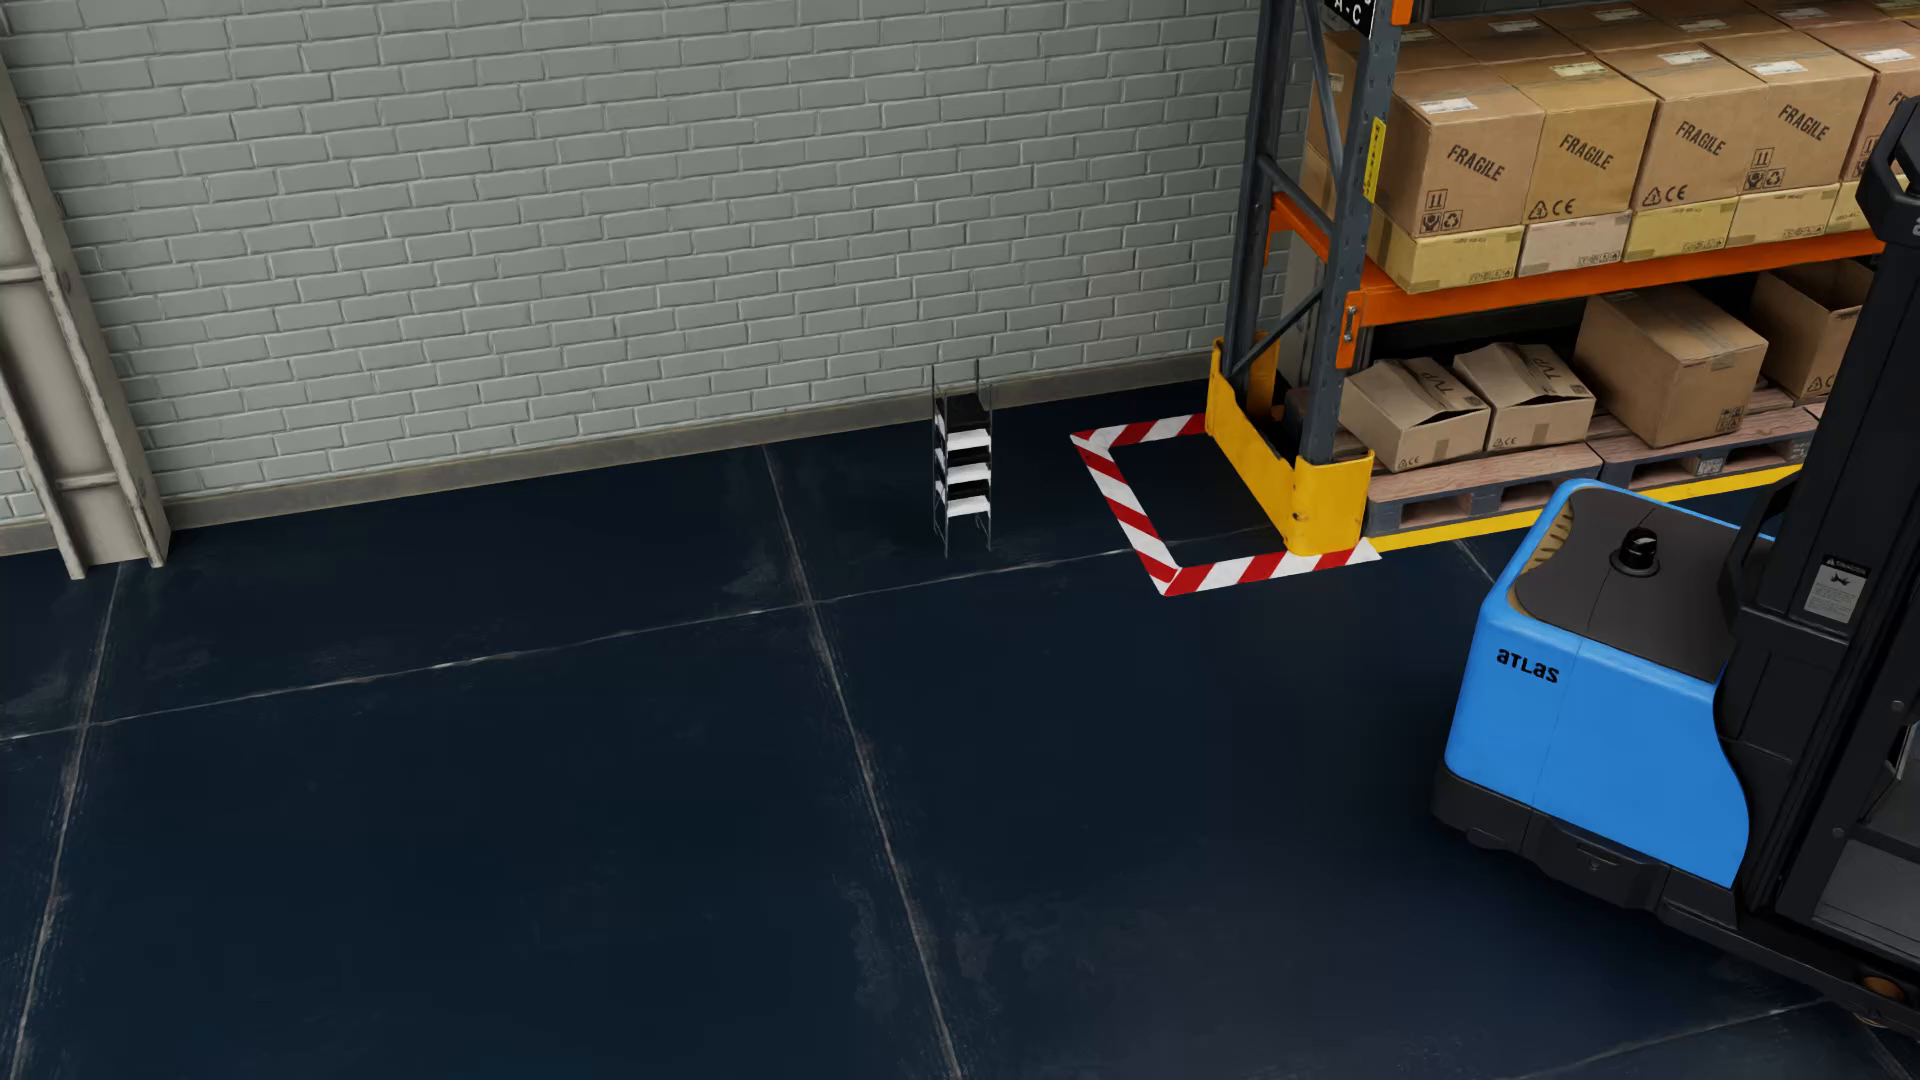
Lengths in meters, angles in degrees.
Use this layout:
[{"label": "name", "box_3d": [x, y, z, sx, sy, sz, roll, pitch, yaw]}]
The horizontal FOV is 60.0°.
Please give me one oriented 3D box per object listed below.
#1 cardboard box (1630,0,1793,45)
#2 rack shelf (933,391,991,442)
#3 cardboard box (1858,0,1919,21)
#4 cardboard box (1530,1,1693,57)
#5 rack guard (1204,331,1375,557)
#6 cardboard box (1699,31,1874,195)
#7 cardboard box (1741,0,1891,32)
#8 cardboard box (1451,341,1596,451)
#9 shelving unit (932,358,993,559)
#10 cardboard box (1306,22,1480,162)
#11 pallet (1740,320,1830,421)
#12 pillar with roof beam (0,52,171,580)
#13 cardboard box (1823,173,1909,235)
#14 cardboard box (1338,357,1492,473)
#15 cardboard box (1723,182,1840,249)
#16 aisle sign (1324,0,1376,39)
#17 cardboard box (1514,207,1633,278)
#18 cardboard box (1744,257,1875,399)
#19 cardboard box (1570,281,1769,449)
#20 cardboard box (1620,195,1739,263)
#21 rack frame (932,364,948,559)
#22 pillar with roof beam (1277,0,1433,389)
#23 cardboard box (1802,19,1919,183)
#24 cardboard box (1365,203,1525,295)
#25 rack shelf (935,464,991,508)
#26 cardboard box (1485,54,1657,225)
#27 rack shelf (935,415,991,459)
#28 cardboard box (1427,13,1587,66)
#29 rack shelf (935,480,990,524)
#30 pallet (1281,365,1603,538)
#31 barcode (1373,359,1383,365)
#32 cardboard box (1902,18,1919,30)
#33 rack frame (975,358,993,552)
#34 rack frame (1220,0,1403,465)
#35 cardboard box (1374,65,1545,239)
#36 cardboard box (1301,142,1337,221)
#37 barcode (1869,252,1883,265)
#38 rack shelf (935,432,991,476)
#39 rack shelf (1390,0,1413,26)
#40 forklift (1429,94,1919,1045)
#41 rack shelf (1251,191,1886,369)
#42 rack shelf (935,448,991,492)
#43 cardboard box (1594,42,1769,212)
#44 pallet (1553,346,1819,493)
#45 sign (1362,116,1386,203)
[{"label": "cardboard box", "box_3d": [3.351, -2.148, 7.579, 0.500, 0.500, 0.500, -9, 38, -11]}, {"label": "rack shelf", "box_3d": [0.008, -0.547, 7.334, 0.200, 0.077, 0.258, -9, 38, -12]}, {"label": "cardboard box", "box_3d": [4.332, -2.312, 7.794, 0.500, 0.500, 0.500, -10, 38, -12]}, {"label": "cardboard box", "box_3d": [2.865, -2.068, 7.474, 0.500, 0.500, 0.500, -10, 39, -13]}, {"label": "rack guard", "box_3d": [1.552, -0.483, 7.970, 0.348, 0.500, 1.175, -9, 38, -12]}, {"label": "cardboard box", "box_3d": [3.493, -1.849, 7.188, 0.500, 0.500, 0.500, -8, 38, -11]}, {"label": "cardboard box", "box_3d": [3.849, -2.237, 7.695, 0.500, 0.500, 0.500, -8, 38, -11]}, {"label": "cardboard box", "box_3d": [2.720, -0.718, 8.071, 0.500, 0.311, 0.500, -6, 38, -8]}, {"label": "shelving unit", "box_3d": [0.008, -0.359, 7.478, 0.210, 0.900, 0.258, -9, 38, -12]}, {"label": "cardboard box", "box_3d": [1.878, -1.910, 7.267, 0.500, 0.500, 0.500, -10, 38, -12]}, {"label": "pallet", "box_3d": [4.701, -0.863, 8.705, 1.213, 0.211, 1.003, -9, 38, -12]}, {"label": "pillar with roof beam", "box_3d": [-2.741, -0.990, 1.637, 0.400, 9.000, 9.100, -9, 38, -12]}, {"label": "cardboard box", "box_3d": [3.997, -1.631, 7.520, 0.500, 0.250, 0.500, -10, 38, -12]}, {"label": "cardboard box", "box_3d": [2.170, -0.628, 7.953, 0.500, 0.311, 0.500, -14, 39, -17]}, {"label": "cardboard box", "box_3d": [3.512, -1.550, 7.415, 0.500, 0.250, 0.500, -9, 38, -12]}, {"label": "aisle sign", "box_3d": [1.487, -2.309, 6.160, 0.004, 0.787, 0.394, -9, 38, -12]}, {"label": "cardboard box", "box_3d": [2.530, -1.394, 7.211, 0.500, 0.250, 0.500, -10, 39, -13]}, {"label": "cardboard box", "box_3d": [4.349, -1.092, 8.404, 0.500, 0.500, 0.500, -12, 39, -15]}, {"label": "cardboard box", "box_3d": [3.442, -0.880, 8.127, 0.500, 0.500, 0.700, -12, 39, -15]}, {"label": "cardboard box", "box_3d": [3.023, -1.471, 7.312, 0.500, 0.250, 0.500, -10, 39, -13]}, {"label": "rack frame", "box_3d": [-0.090, -0.343, 7.457, 0.006, 0.900, 0.240, -9, 38, -12]}, {"label": "pillar with roof beam", "box_3d": [3.051, -1.940, 2.880, 0.400, 9.000, 9.100, -9, 38, -12]}, {"label": "cardboard box", "box_3d": [3.995, -1.932, 7.296, 0.500, 0.500, 0.500, -10, 39, -13]}, {"label": "cardboard box", "box_3d": [2.032, -1.304, 7.092, 0.500, 0.250, 0.500, -10, 39, -13]}, {"label": "rack shelf", "box_3d": [0.008, -0.261, 7.553, 0.200, 0.077, 0.258, -9, 38, -12]}, {"label": "cardboard box", "box_3d": [2.498, -1.682, 6.970, 0.500, 0.500, 0.500, -9, 38, -12]}, {"label": "rack shelf", "box_3d": [0.008, -0.475, 7.389, 0.200, 0.077, 0.258, -9, 38, -12]}, {"label": "cardboard box", "box_3d": [2.367, -1.984, 7.364, 0.500, 0.500, 0.500, -9, 38, -11]}, {"label": "rack shelf", "box_3d": [0.008, -0.189, 7.608, 0.200, 0.077, 0.258, -9, 38, -12]}, {"label": "pallet", "box_3d": [2.345, -0.477, 8.199, 1.213, 0.211, 1.003, -9, 38, -12]}, {"label": "barcode", "box_3d": [2.083, -0.869, 8.260, 0.075, 0.075, 0.001, -9, 38, -12]}, {"label": "cardboard box", "box_3d": [4.484, -2.005, 7.392, 0.500, 0.500, 0.500, -10, 38, -12]}, {"label": "rack frame", "box_3d": [0.106, -0.375, 7.499, 0.006, 0.900, 0.240, -9, 38, -12]}, {"label": "rack frame", "box_3d": [1.479, -1.464, 7.195, 0.127, 3.000, 1.000, -9, 38, -12]}, {"label": "cardboard box", "box_3d": [2.018, -1.610, 6.875, 0.500, 0.500, 0.500, -9, 38, -12]}, {"label": "cardboard box", "box_3d": [1.879, -1.600, 7.480, 0.500, 0.250, 0.500, -9, 38, -11]}, {"label": "barcode", "box_3d": [4.756, -1.462, 8.624, 0.075, 0.075, 0.001, -9, 38, -12]}, {"label": "rack shelf", "box_3d": [0.008, -0.404, 7.444, 0.200, 0.077, 0.258, -9, 38, -12]}, {"label": "rack shelf", "box_3d": [3.409, -2.687, 6.917, 4.000, 0.370, 1.077, -9, 38, -12]}, {"label": "forklift", "box_3d": [3.291, 0.170, 5.115, 3.031, 2.935, 1.130, 22, 43, 26]}, {"label": "rack shelf", "box_3d": [3.409, -1.495, 7.828, 4.000, 0.370, 1.077, -9, 38, -12]}, {"label": "rack shelf", "box_3d": [0.008, -0.332, 7.499, 0.200, 0.077, 0.258, -9, 38, -12]}, {"label": "cardboard box", "box_3d": [2.998, -1.760, 7.072, 0.500, 0.500, 0.500, -11, 39, -13]}, {"label": "pallet", "box_3d": [3.521, -0.668, 8.449, 1.213, 0.211, 1.003, -9, 38, -12]}, {"label": "sign", "box_3d": [1.620, -1.490, 6.516, 0.005, 0.325, 0.100, -9, 38, -12]}]
